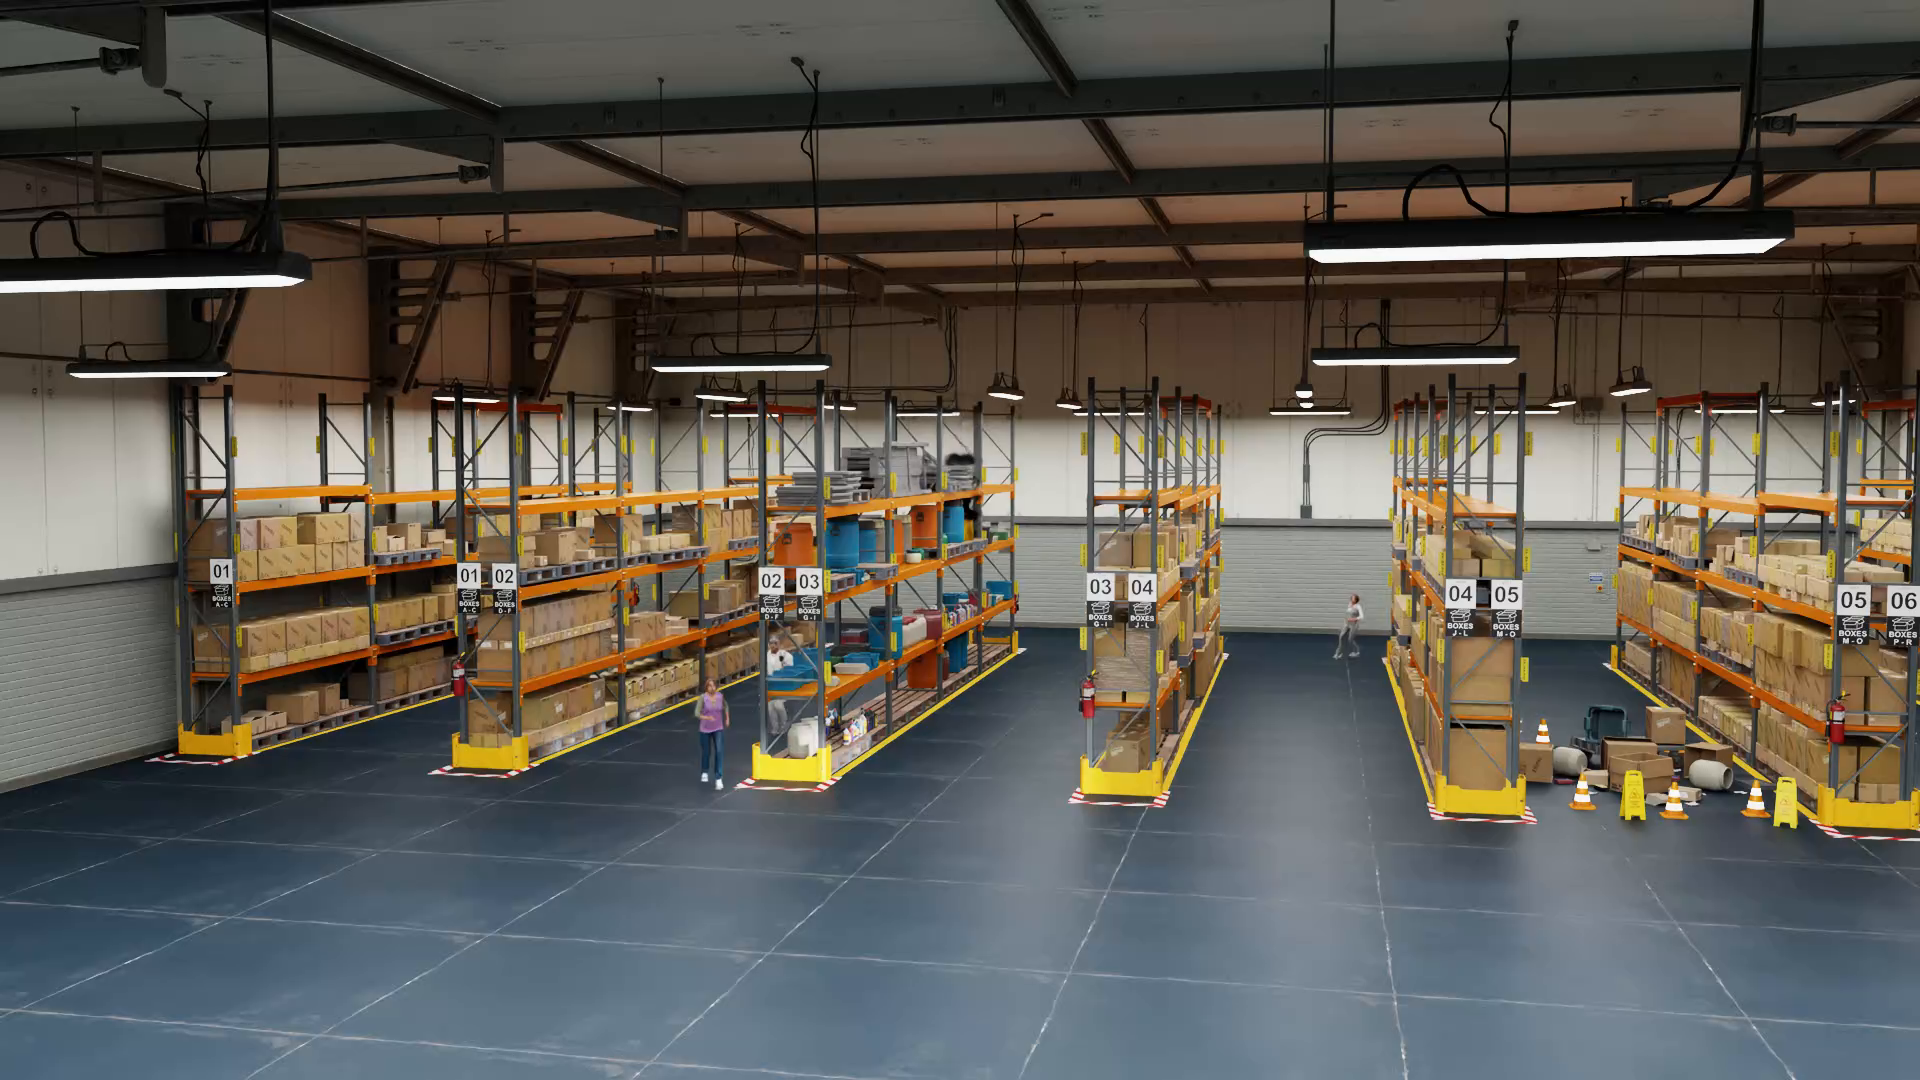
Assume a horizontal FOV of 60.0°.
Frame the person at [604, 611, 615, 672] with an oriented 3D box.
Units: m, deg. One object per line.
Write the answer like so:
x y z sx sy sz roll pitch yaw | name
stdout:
-7.172 2.275 34.002 0.545 1.698 1.092 1 3 10 | person

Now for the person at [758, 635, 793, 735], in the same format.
-3.196 2.508 28.760 0.646 1.752 0.655 1 3 11 | person

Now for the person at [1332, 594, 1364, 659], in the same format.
9.243 2.053 39.154 0.734 1.578 0.651 -2 4 -30 | person

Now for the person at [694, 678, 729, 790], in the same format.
-3.643 2.844 24.437 0.549 1.659 0.713 -1 3 -20 | person
